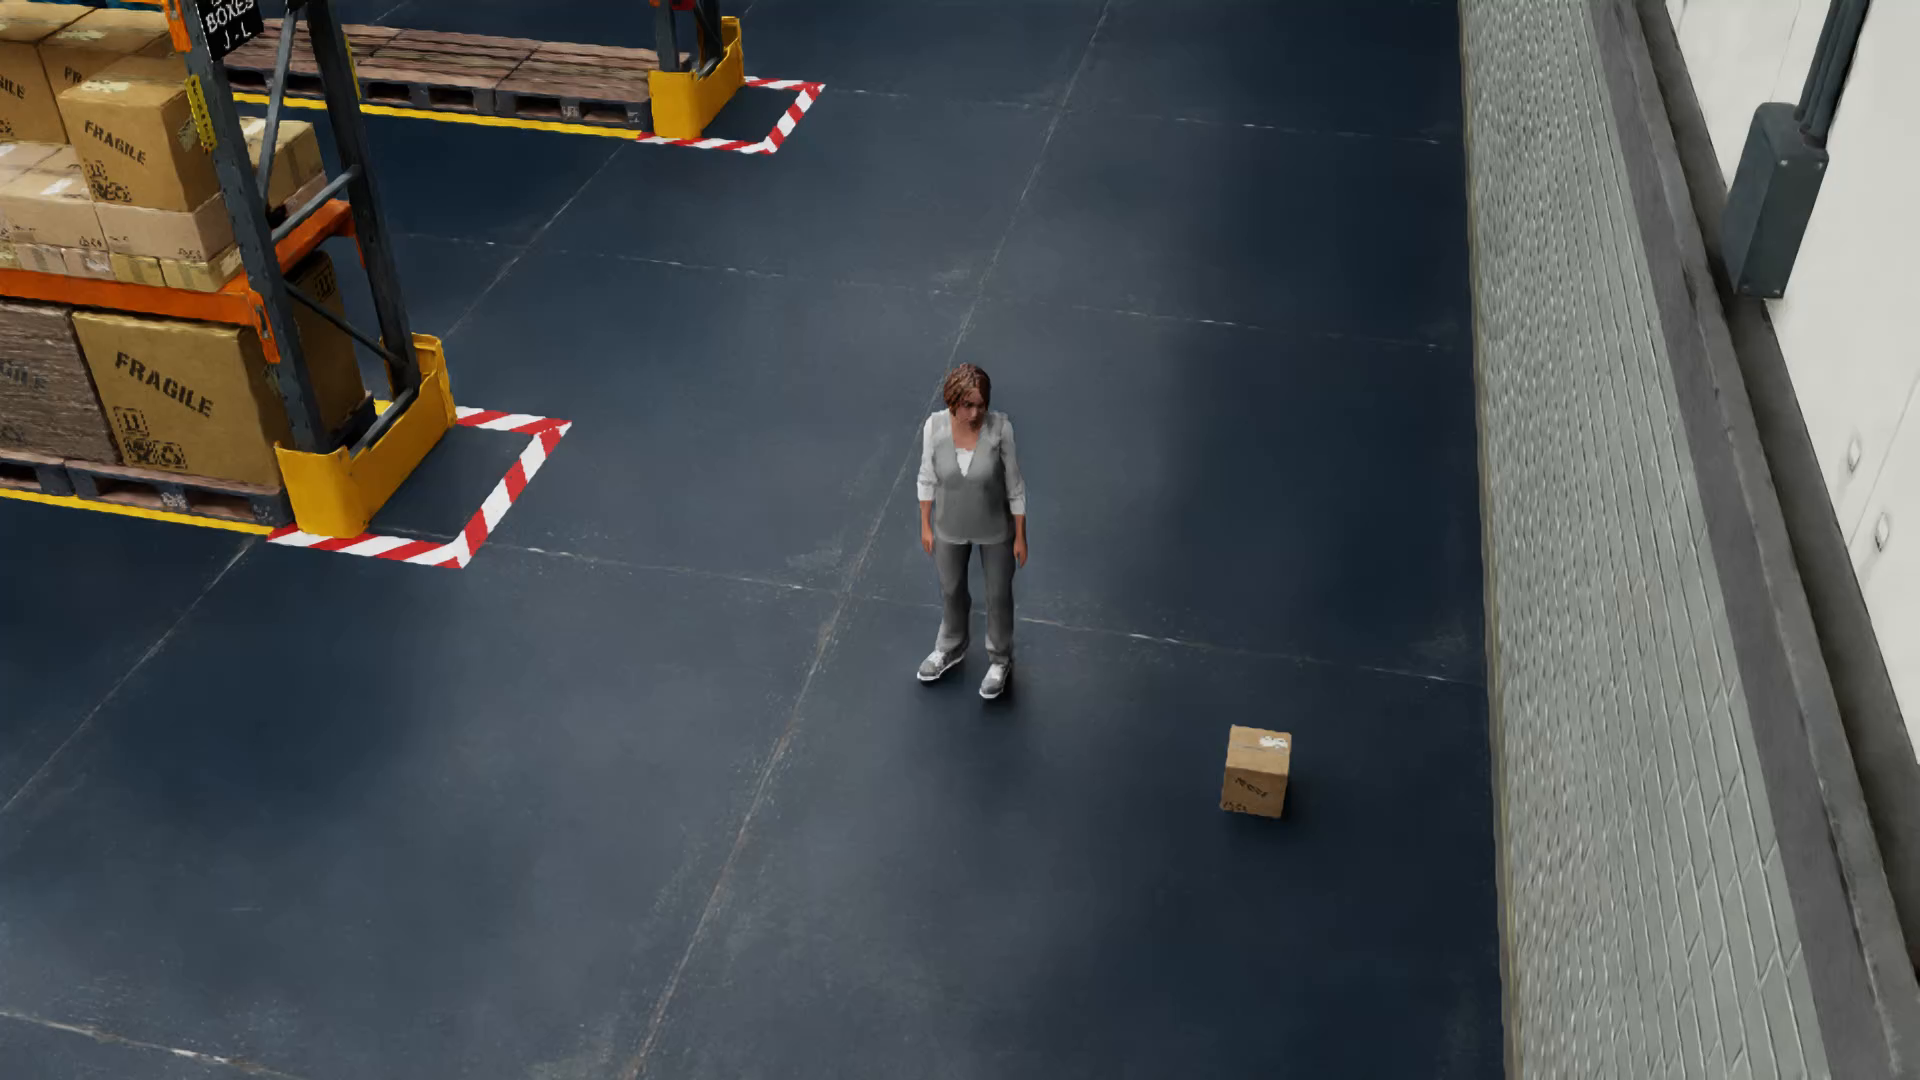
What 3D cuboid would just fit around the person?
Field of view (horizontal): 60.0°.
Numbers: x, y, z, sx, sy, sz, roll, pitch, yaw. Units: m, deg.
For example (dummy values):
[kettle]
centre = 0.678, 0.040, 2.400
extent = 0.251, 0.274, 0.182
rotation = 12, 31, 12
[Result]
[person]
centre = 0.060, -0.305, 6.778
extent = 0.478, 0.937, 0.319
rotation = 7, 38, 9
